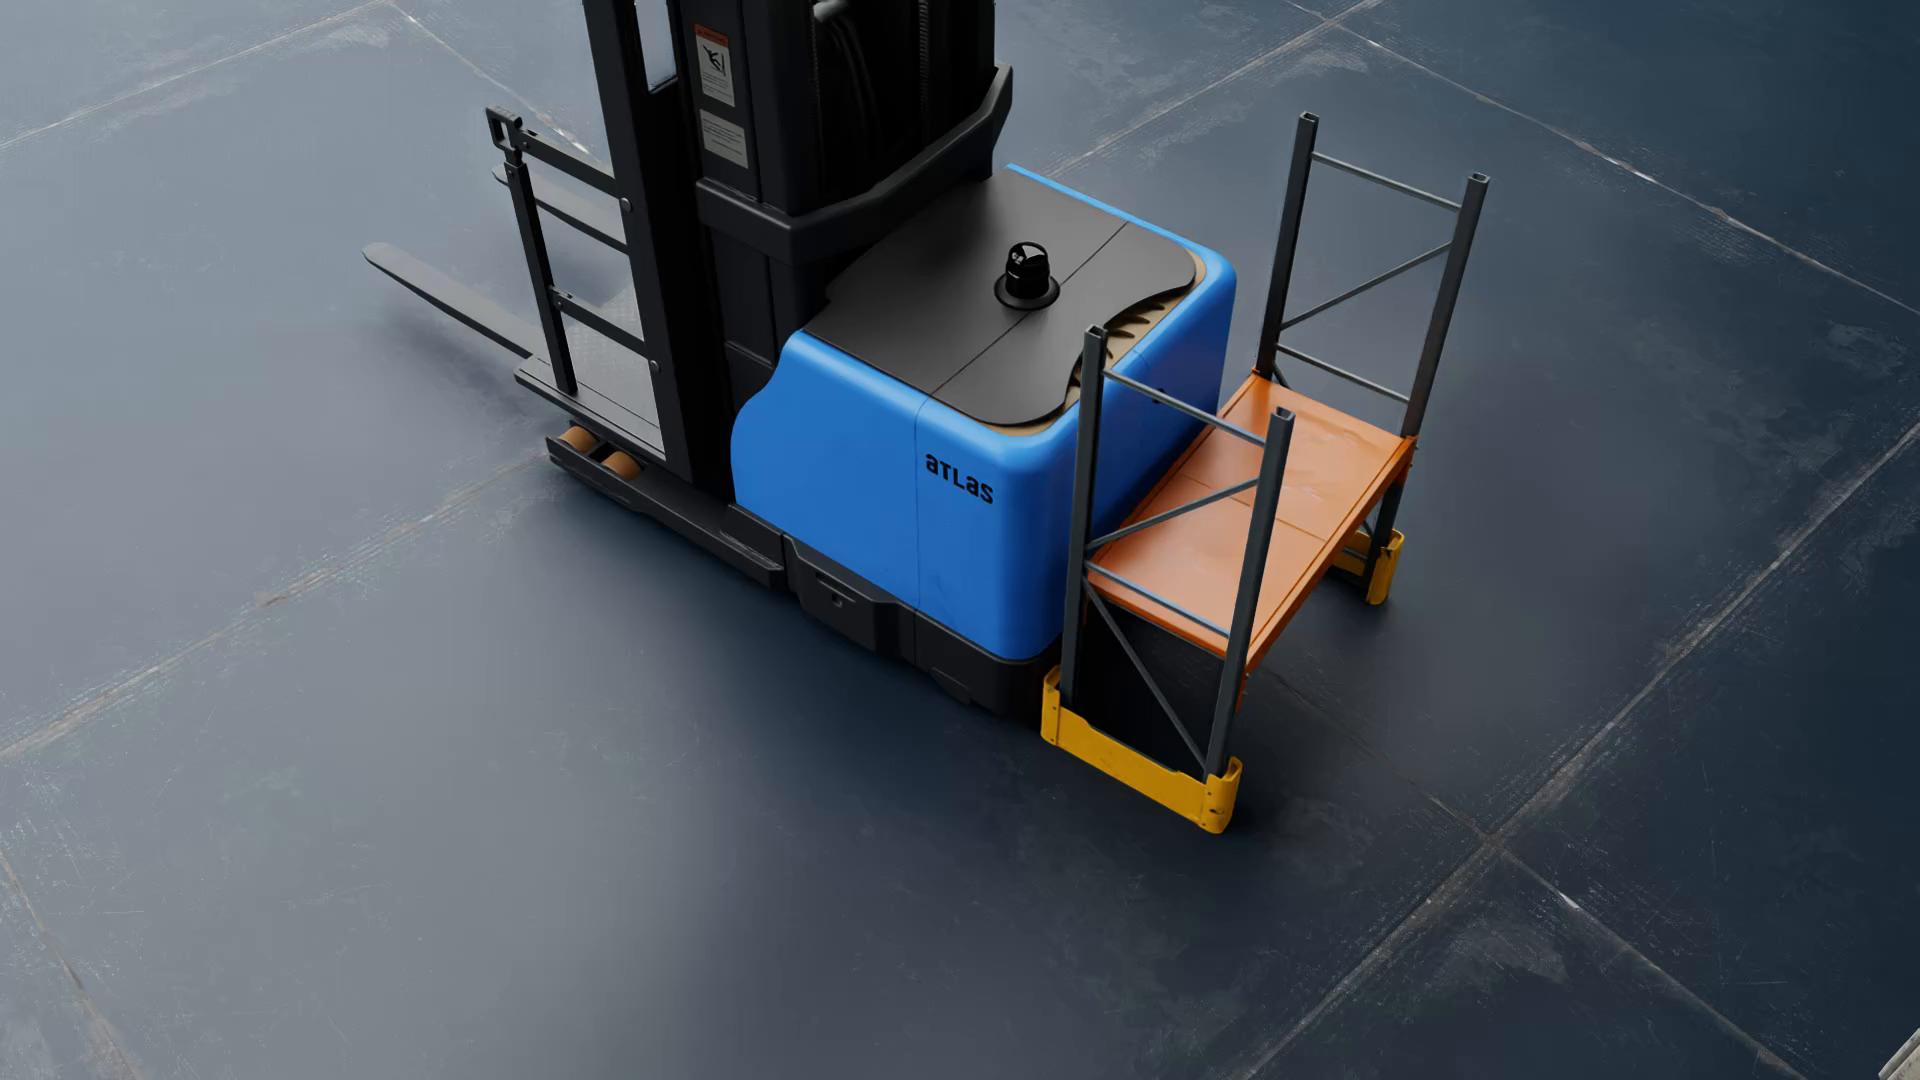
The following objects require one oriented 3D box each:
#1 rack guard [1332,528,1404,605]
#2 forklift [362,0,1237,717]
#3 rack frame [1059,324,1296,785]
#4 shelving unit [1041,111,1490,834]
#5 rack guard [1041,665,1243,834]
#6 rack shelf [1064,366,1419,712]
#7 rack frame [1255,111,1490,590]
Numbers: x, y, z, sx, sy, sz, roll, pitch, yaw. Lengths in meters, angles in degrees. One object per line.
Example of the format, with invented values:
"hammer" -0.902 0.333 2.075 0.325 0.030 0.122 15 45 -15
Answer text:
"rack guard" 1.057 -0.028 5.106 0.587 0.250 0.087 27 53 23
"forklift" -0.715 -1.392 4.540 3.031 2.935 1.130 29 54 24
"rack frame" 0.485 0.148 4.093 0.500 1.500 0.032 27 53 23
"shelving unit" 0.772 -0.152 4.370 0.587 1.500 1.083 27 53 23
"rack guard" 0.486 0.571 4.553 0.587 0.250 0.087 27 53 23
"rack shelf" 0.777 -0.036 4.507 0.538 0.185 1.000 27 53 23
"rack frame" 1.069 -0.463 4.657 0.500 1.500 0.032 27 53 23
